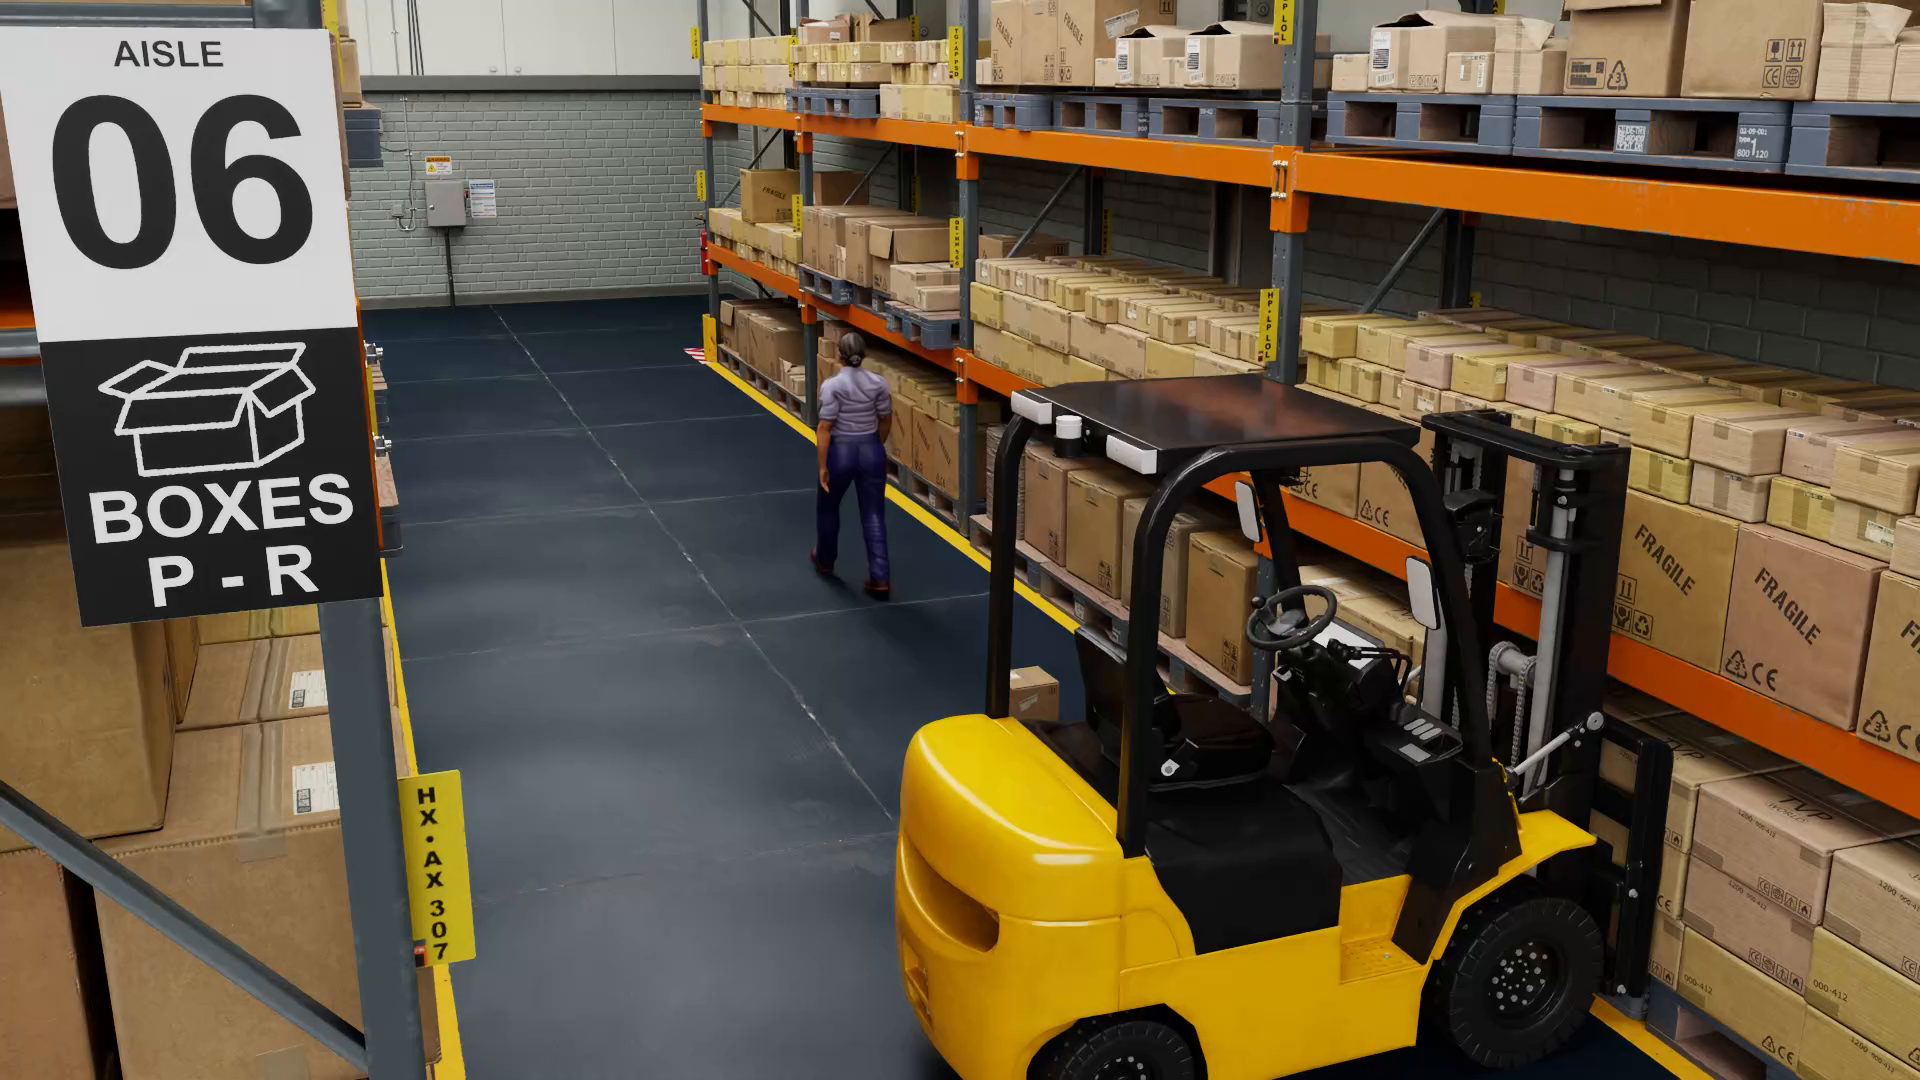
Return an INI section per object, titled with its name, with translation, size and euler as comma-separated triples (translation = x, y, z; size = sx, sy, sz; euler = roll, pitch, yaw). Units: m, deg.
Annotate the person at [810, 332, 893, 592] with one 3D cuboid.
[person]
translation = -0.681, -0.521, 10.425
size = 0.509, 1.595, 0.917
euler = -5, 16, -16
